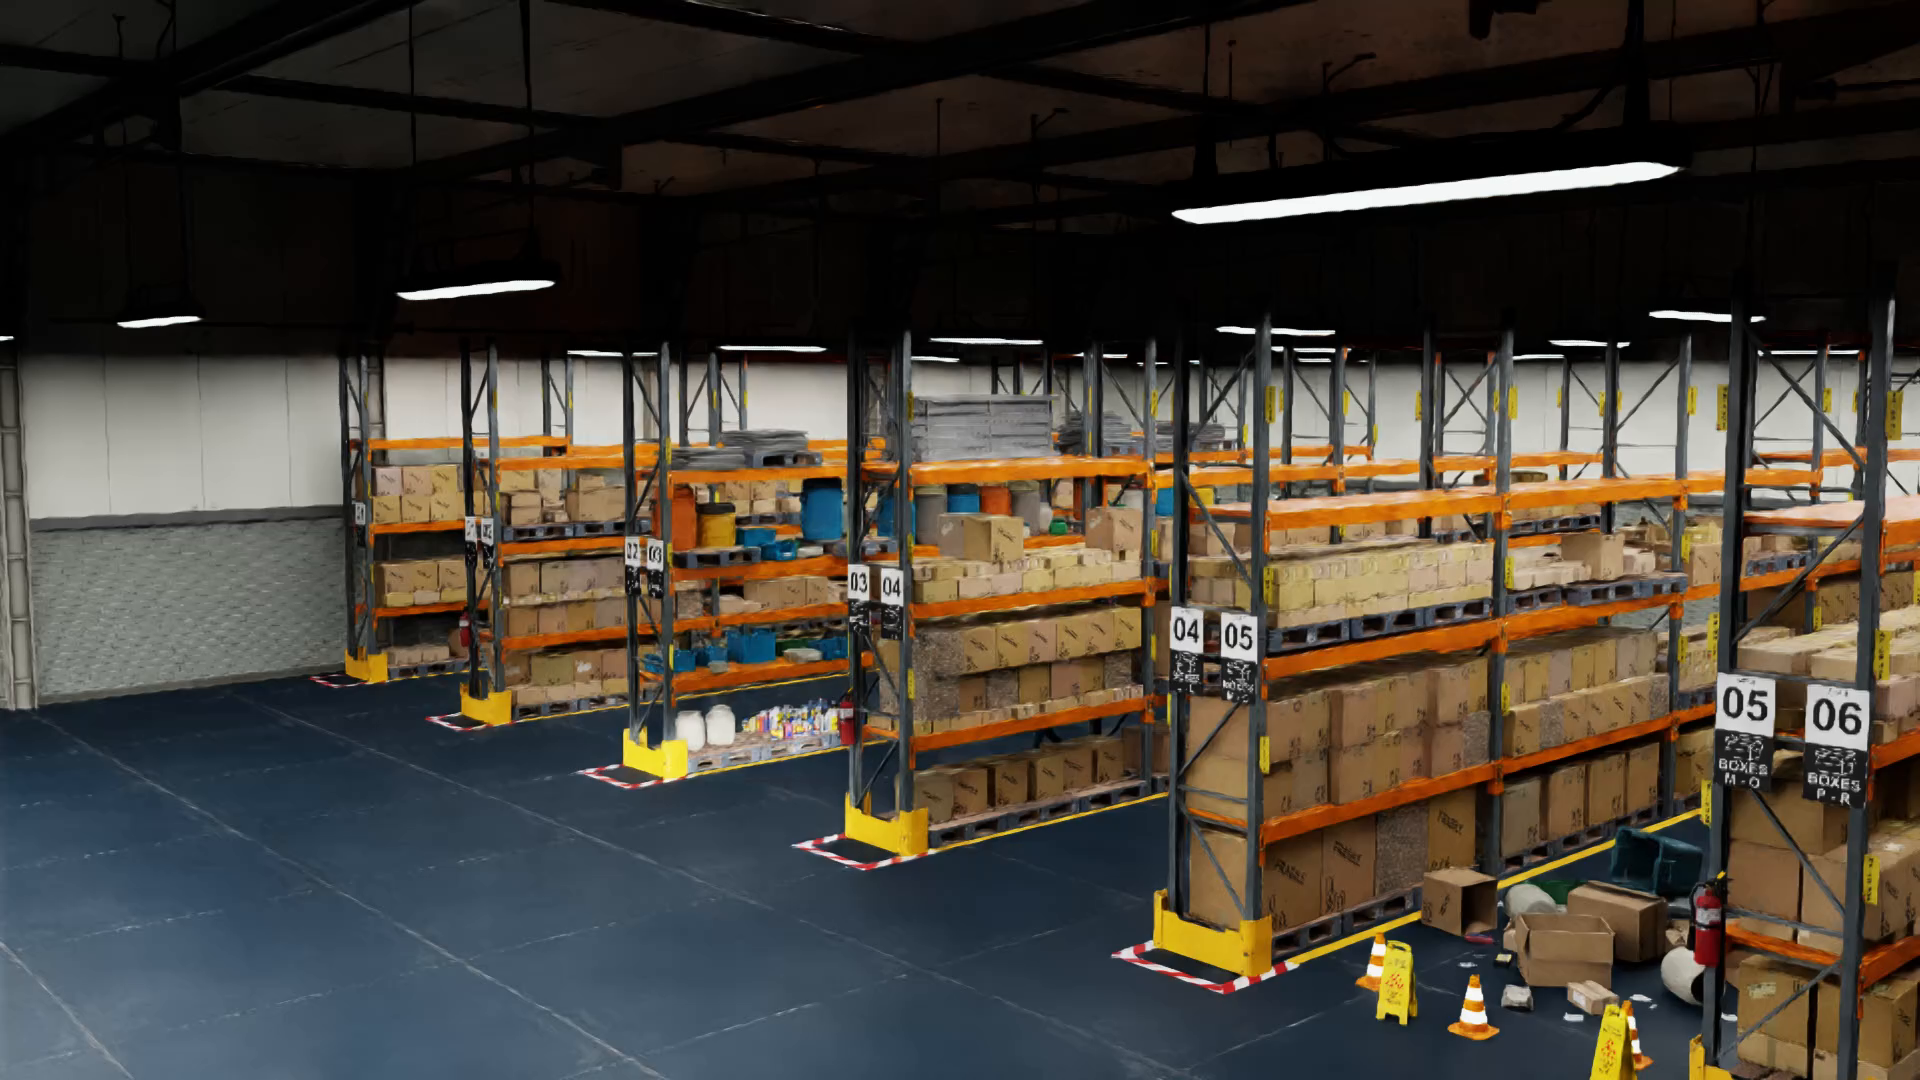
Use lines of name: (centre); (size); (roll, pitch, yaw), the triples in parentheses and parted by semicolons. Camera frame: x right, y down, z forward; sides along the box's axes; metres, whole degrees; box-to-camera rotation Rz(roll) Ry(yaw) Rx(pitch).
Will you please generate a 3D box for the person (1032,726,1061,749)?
person: (1.103, 2.359, 22.696); (1.033, 1.512, 0.418); (-4, 6, -38)
